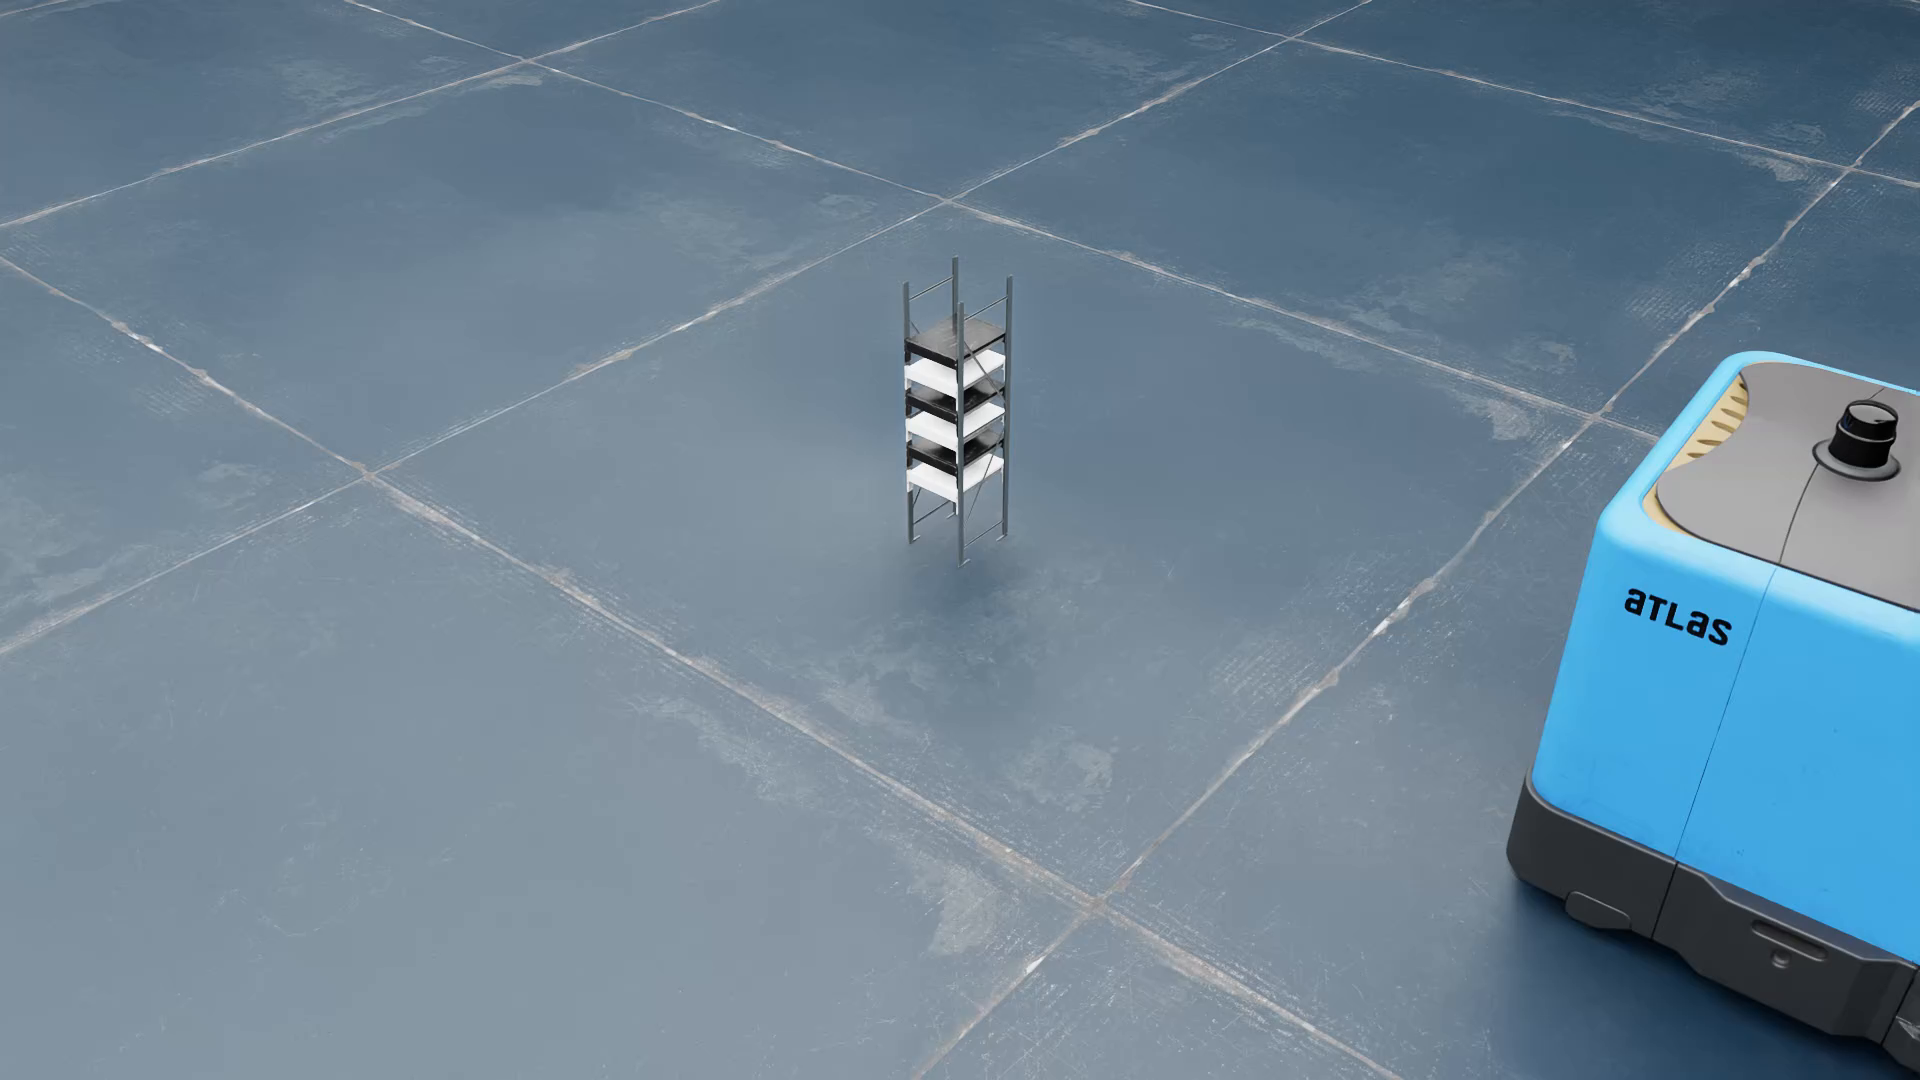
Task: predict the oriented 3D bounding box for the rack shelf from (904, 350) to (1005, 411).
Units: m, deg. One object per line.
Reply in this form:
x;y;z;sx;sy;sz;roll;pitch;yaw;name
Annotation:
-0.006;-0.495;4.917;0.200;0.077;0.258;25;42;32;rack shelf

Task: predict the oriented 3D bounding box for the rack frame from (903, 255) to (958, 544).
-0.084;-0.411;5.053;0.006;0.900;0.240;25;42;32;rack frame

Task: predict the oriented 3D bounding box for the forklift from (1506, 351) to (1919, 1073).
2.799;-0.085;2.785;3.031;2.935;1.130;23;41;30;forklift

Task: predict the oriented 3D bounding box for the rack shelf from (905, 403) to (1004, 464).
-0.006;-0.346;5.018;0.200;0.077;0.258;25;42;32;rack shelf

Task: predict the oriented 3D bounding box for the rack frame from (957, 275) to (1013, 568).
0.072;-0.337;4.946;0.006;0.900;0.240;25;42;32;rack frame

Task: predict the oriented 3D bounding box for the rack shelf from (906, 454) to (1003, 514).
-0.006;-0.198;5.120;0.200;0.077;0.258;25;42;32;rack shelf

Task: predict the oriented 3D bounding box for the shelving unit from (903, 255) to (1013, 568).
-0.006;-0.374;5.000;0.210;0.900;0.258;25;42;32;shelving unit

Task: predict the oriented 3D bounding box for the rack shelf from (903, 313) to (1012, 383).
-0.006;-0.569;4.866;0.200;0.077;0.258;25;42;32;rack shelf

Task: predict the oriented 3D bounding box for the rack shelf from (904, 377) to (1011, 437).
-0.006;-0.421;4.967;0.200;0.077;0.258;25;42;32;rack shelf

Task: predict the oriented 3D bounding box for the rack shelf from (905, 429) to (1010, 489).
-0.006;-0.272;5.069;0.200;0.077;0.258;25;42;32;rack shelf
